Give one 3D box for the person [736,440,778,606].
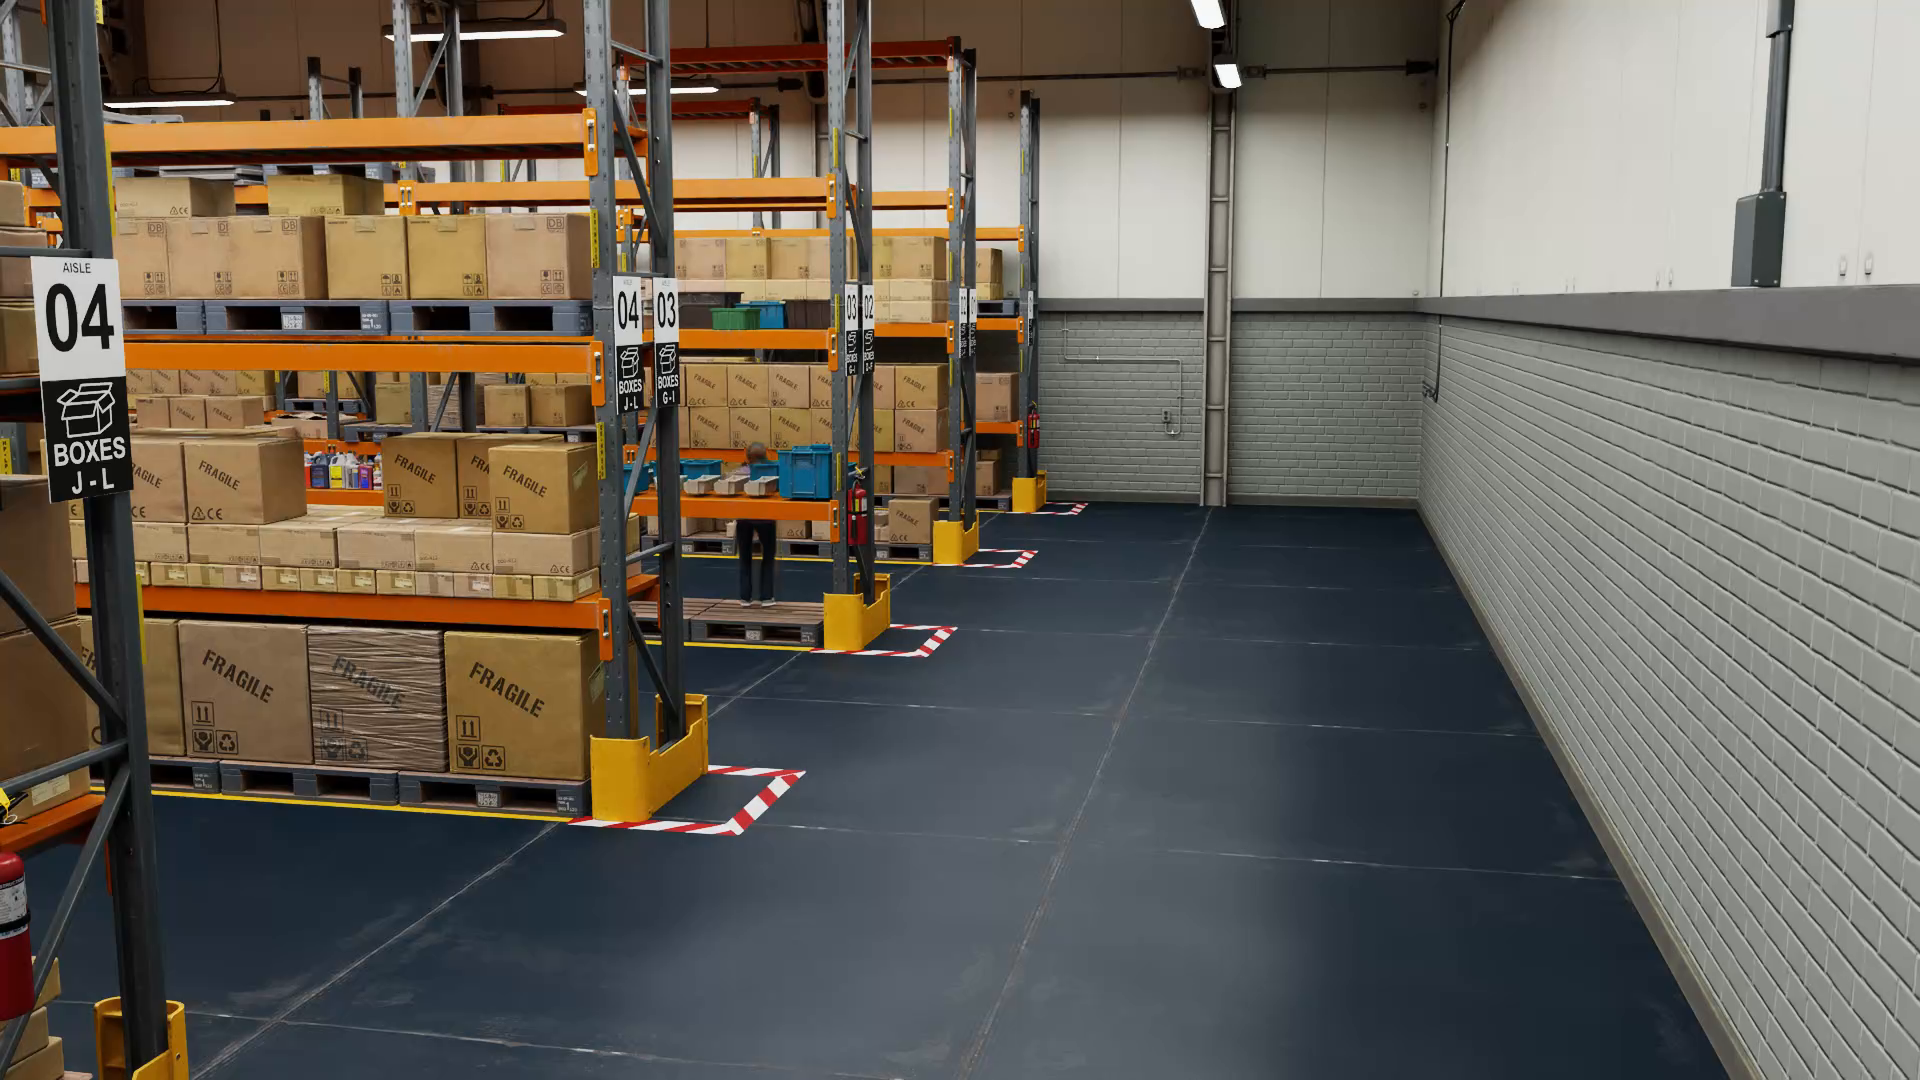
[{"bbox_3d":[-1.907,-0.152,15.629,0.372,1.554,0.524,1,8,5],"label":"person"}]
